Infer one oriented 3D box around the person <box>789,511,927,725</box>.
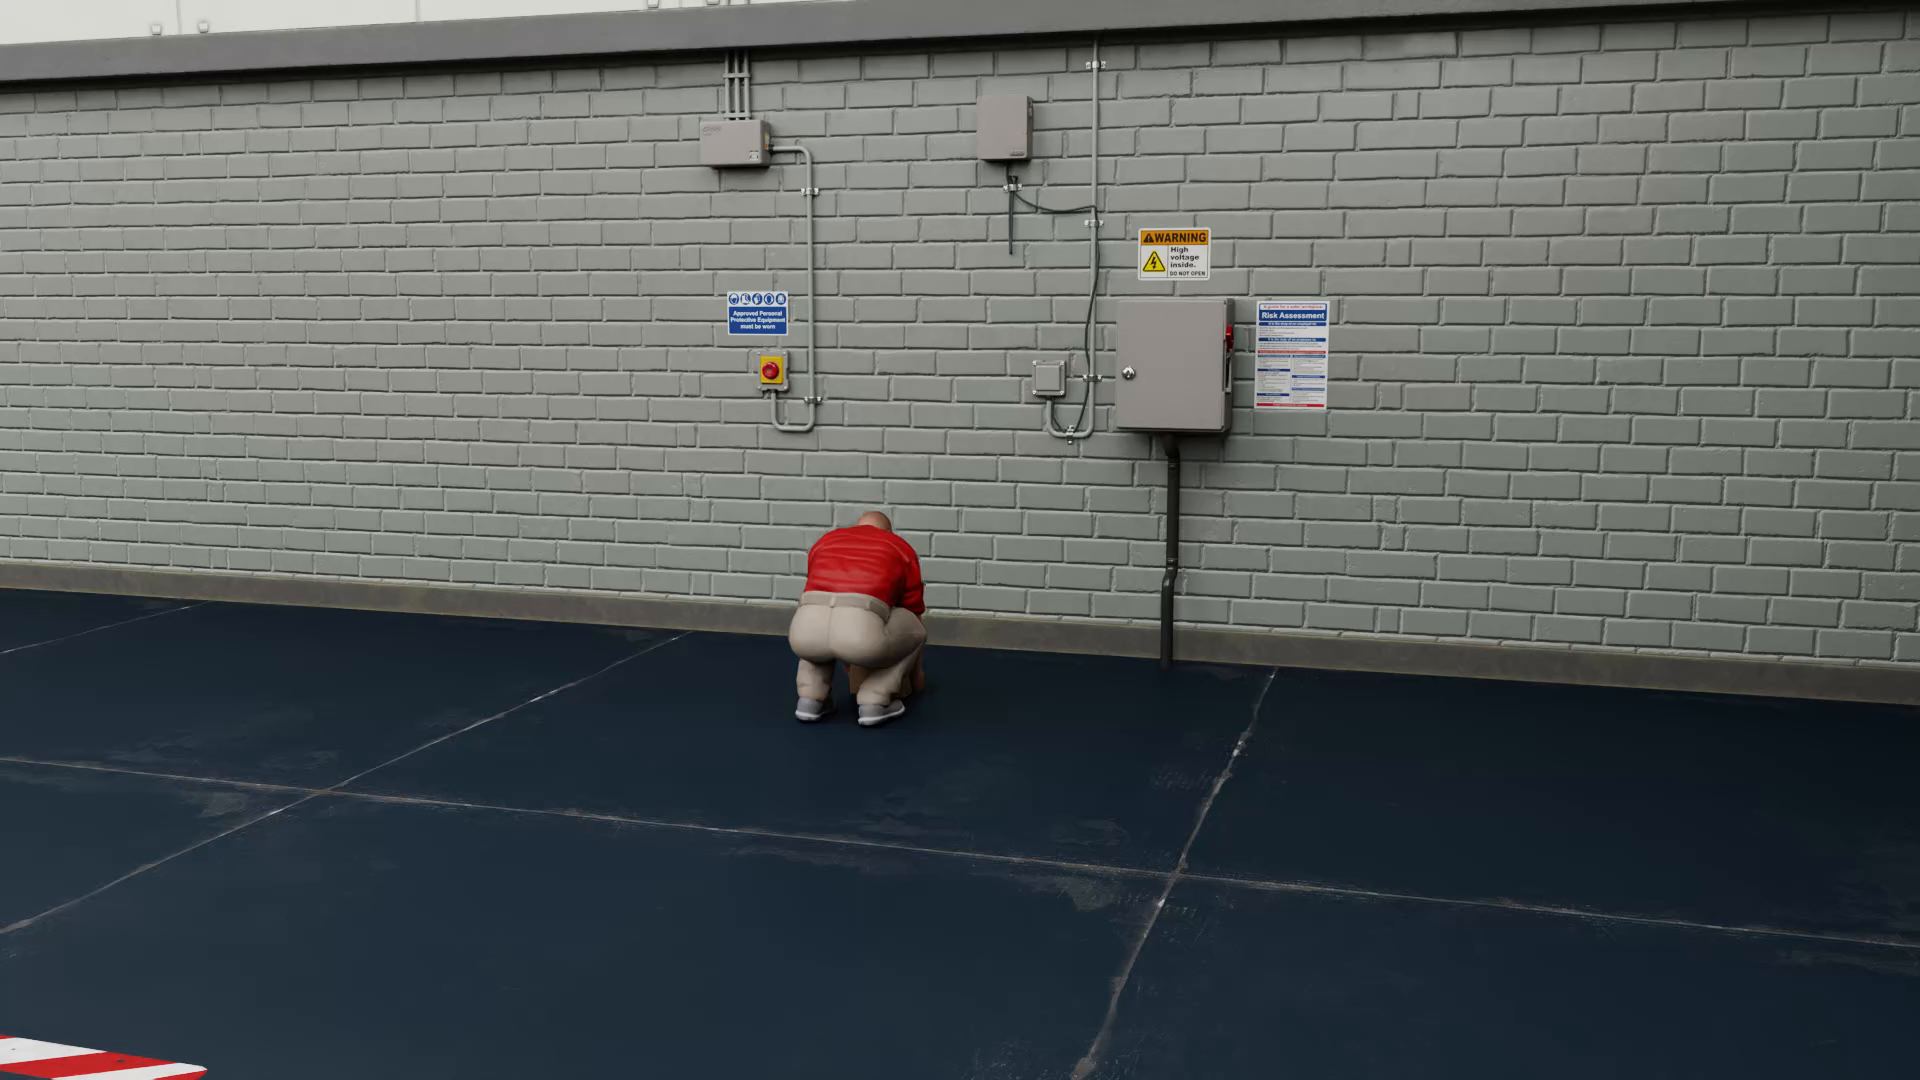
[{"bbox_3d":[-0.422,0.346,6.967,0.545,0.852,0.883,2,9,16],"label":"person"}]
